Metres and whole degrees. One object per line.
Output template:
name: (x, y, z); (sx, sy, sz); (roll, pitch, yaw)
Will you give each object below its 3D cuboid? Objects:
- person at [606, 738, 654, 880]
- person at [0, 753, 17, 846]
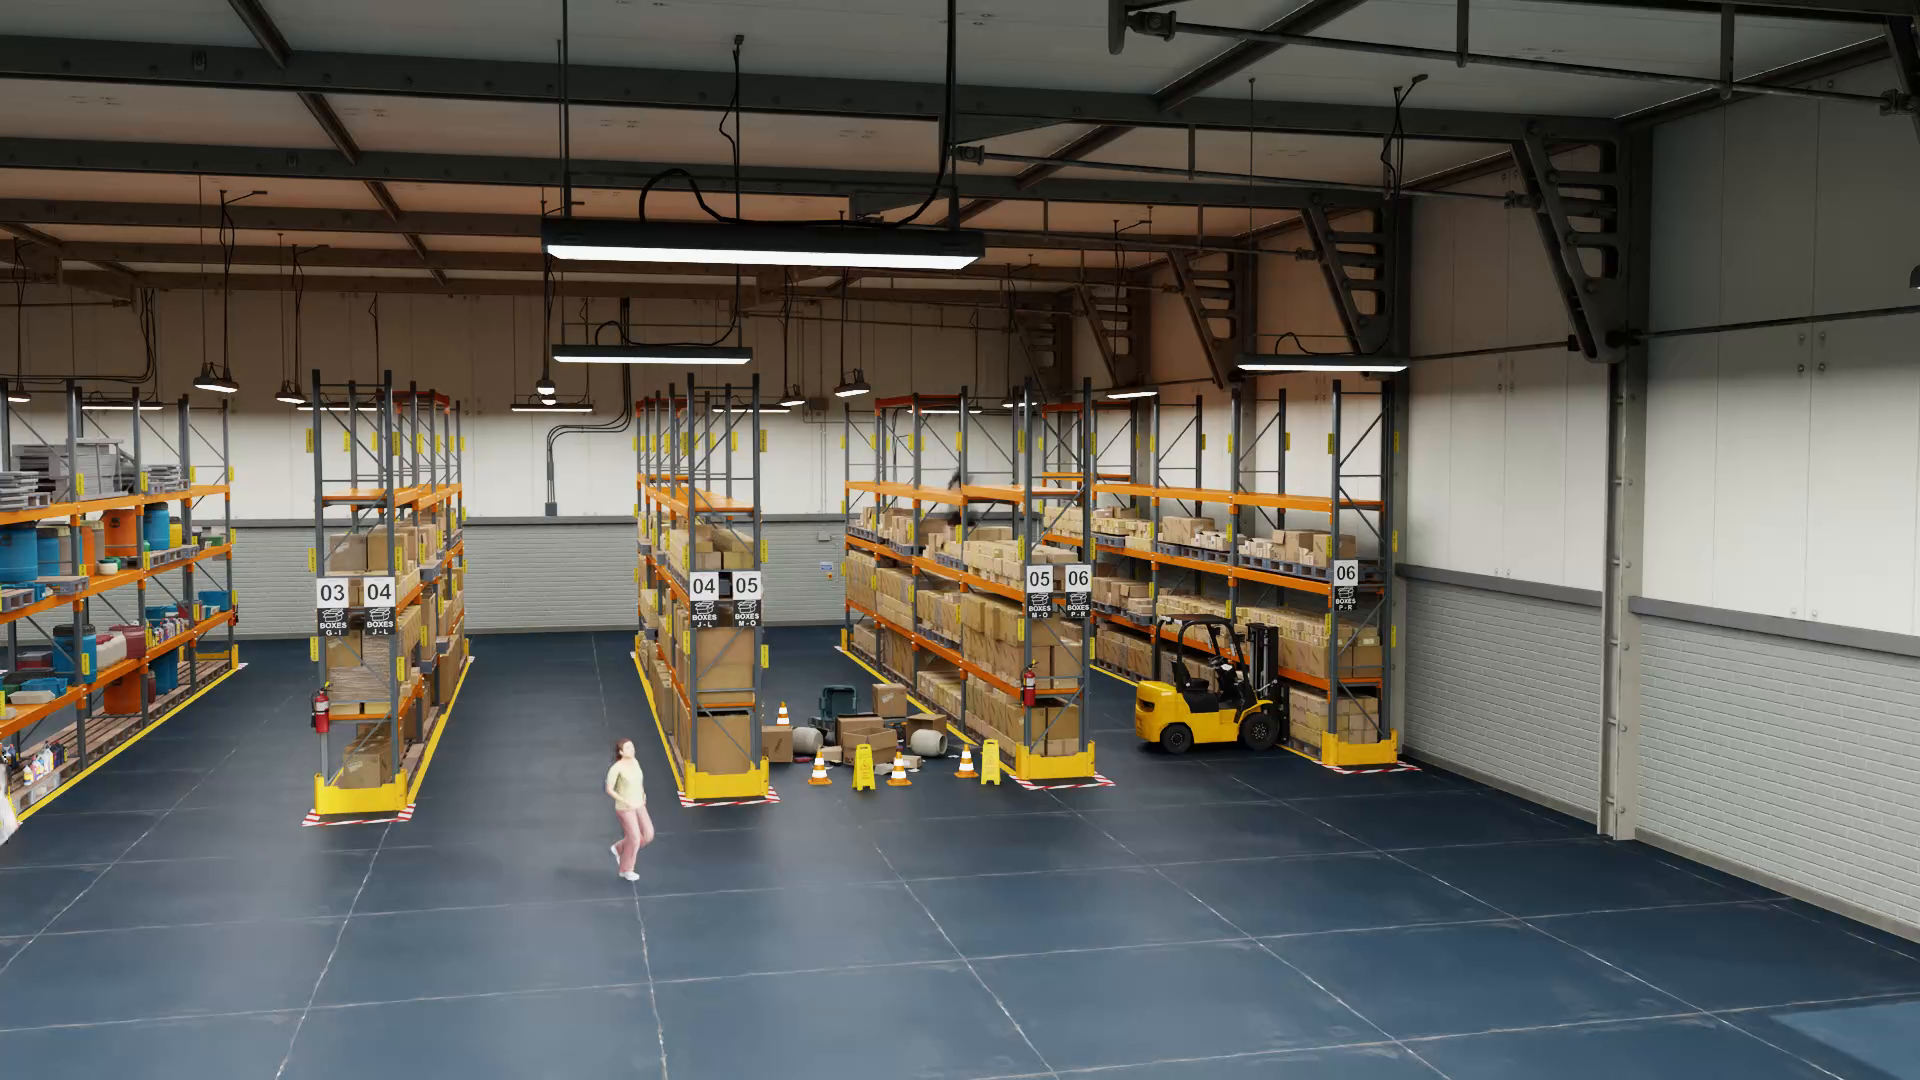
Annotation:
person: (-3.814, 3.087, 19.151); (0.535, 1.633, 0.584); (2, 4, 30)
person: (-11.393, 3.044, 19.494); (0.800, 1.620, 0.621); (2, 4, 31)
